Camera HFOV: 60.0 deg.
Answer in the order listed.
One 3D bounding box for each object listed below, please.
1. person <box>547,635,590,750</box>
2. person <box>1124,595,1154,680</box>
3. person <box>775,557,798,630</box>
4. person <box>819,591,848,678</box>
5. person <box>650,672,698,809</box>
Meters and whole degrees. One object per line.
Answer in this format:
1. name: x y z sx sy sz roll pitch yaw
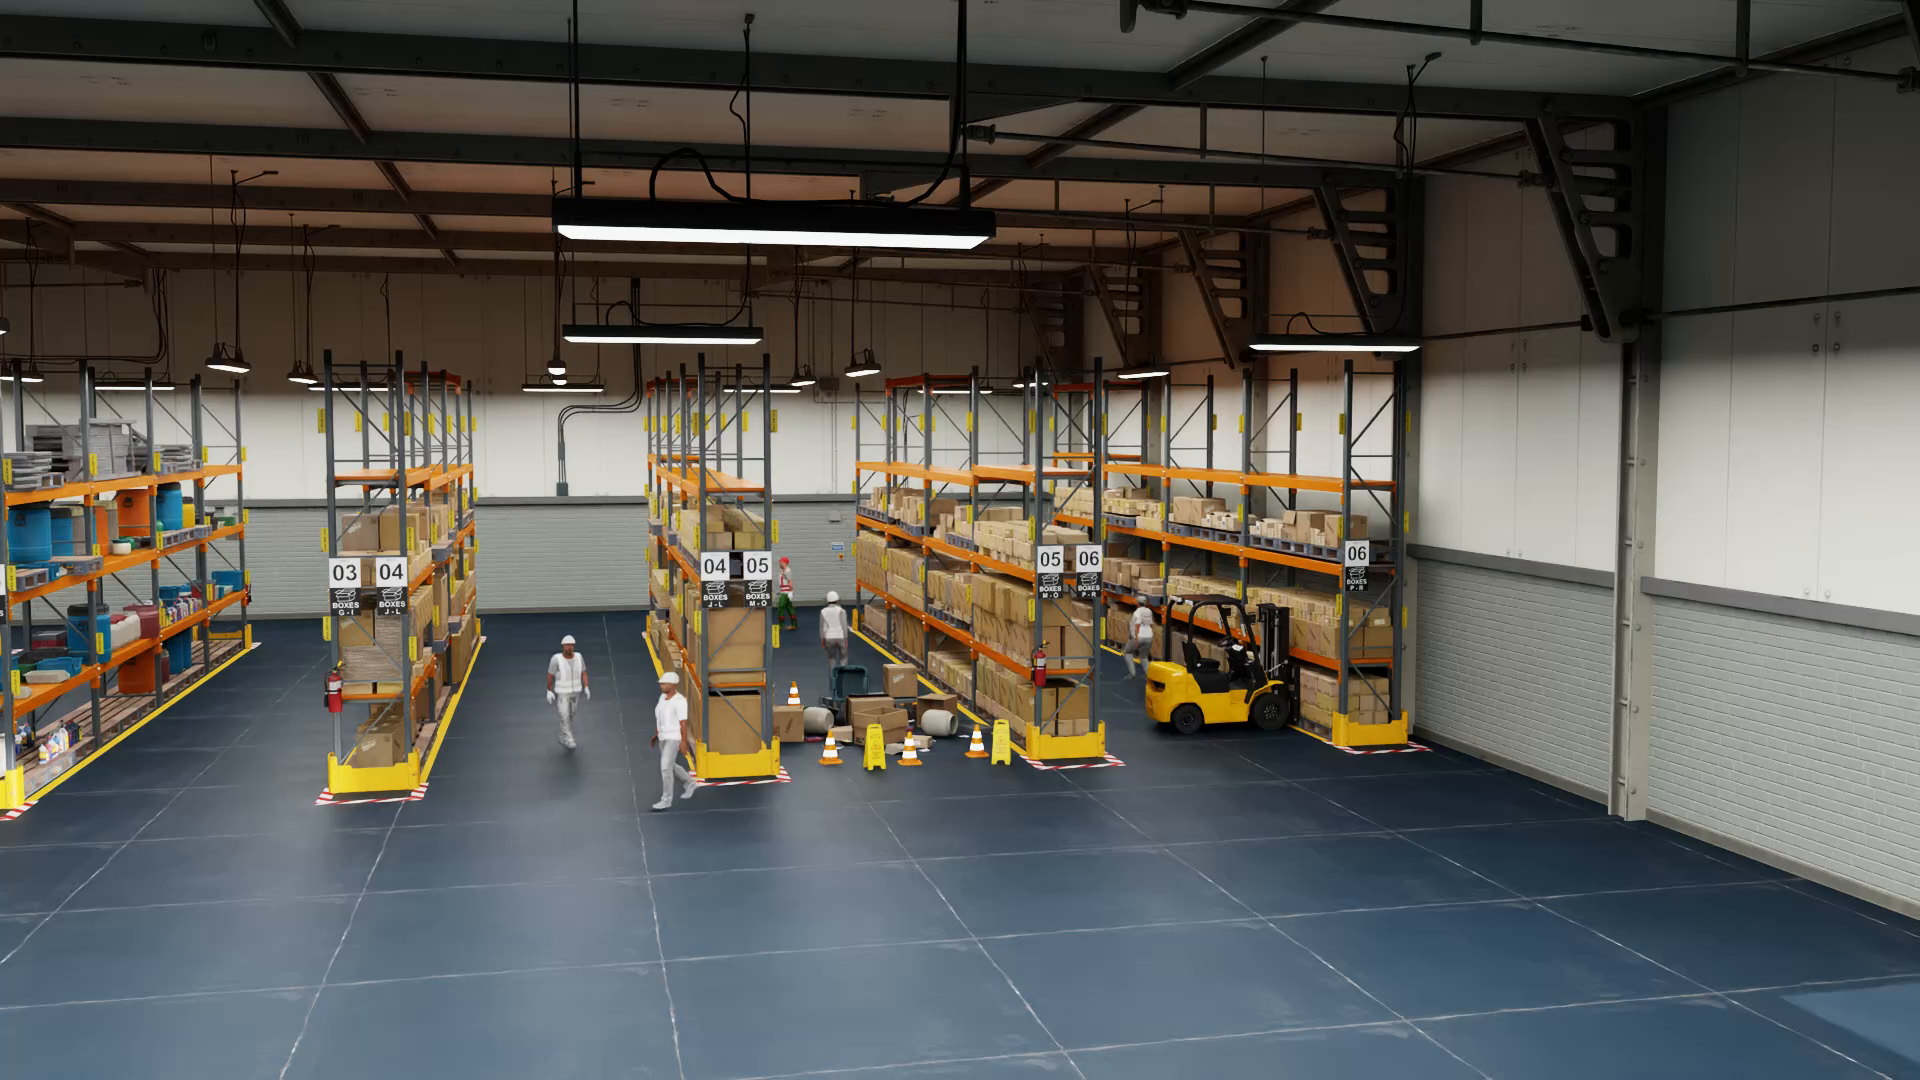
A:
1. person: -5.981 2.329 25.564 0.577 1.722 1.065 -4 5 -42
2. person: 3.380 1.831 30.854 0.508 1.600 0.663 -2 4 -23
3. person: -4.276 1.307 40.320 0.664 1.798 0.603 -1 4 -11
4. person: -2.302 1.808 30.485 0.571 1.745 0.443 0 4 -1
5. person: -3.764 2.603 21.857 0.798 1.751 0.565 -3 5 -36
